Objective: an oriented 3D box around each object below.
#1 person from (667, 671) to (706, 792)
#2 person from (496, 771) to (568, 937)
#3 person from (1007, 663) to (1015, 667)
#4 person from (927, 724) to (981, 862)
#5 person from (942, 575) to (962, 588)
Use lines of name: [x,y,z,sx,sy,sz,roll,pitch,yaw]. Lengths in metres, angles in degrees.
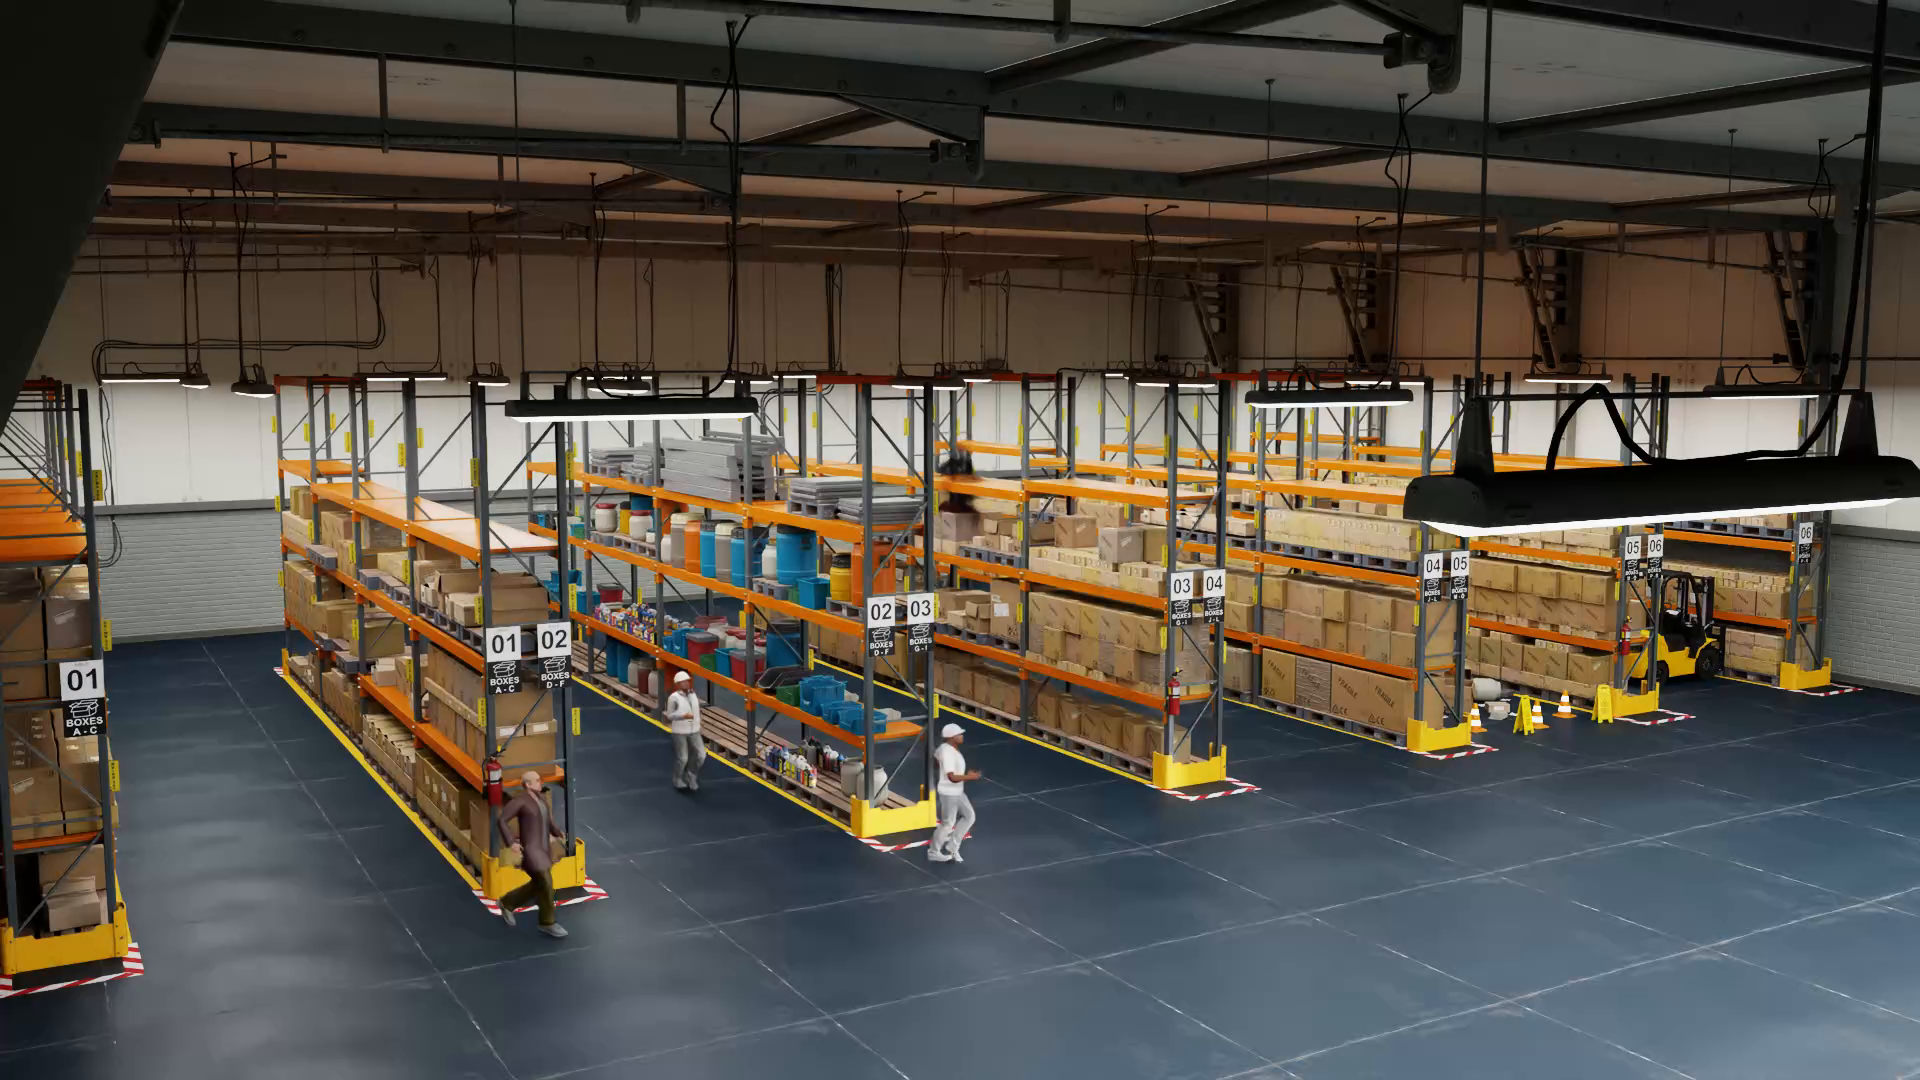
person: [-3.970,2.811,24.262,0.640,1.789,0.669,-5,8,-41]
person: [-4.707,3.453,18.428,0.914,1.767,0.748,2,6,15]
person: [1.119,1.626,32.619,0.680,1.770,0.721,-5,8,-39]
person: [-0.063,3.194,20.877,0.689,1.803,0.723,1,6,8]
person: [-0.128,0.900,42.270,0.684,1.606,0.568,-4,8,-35]
